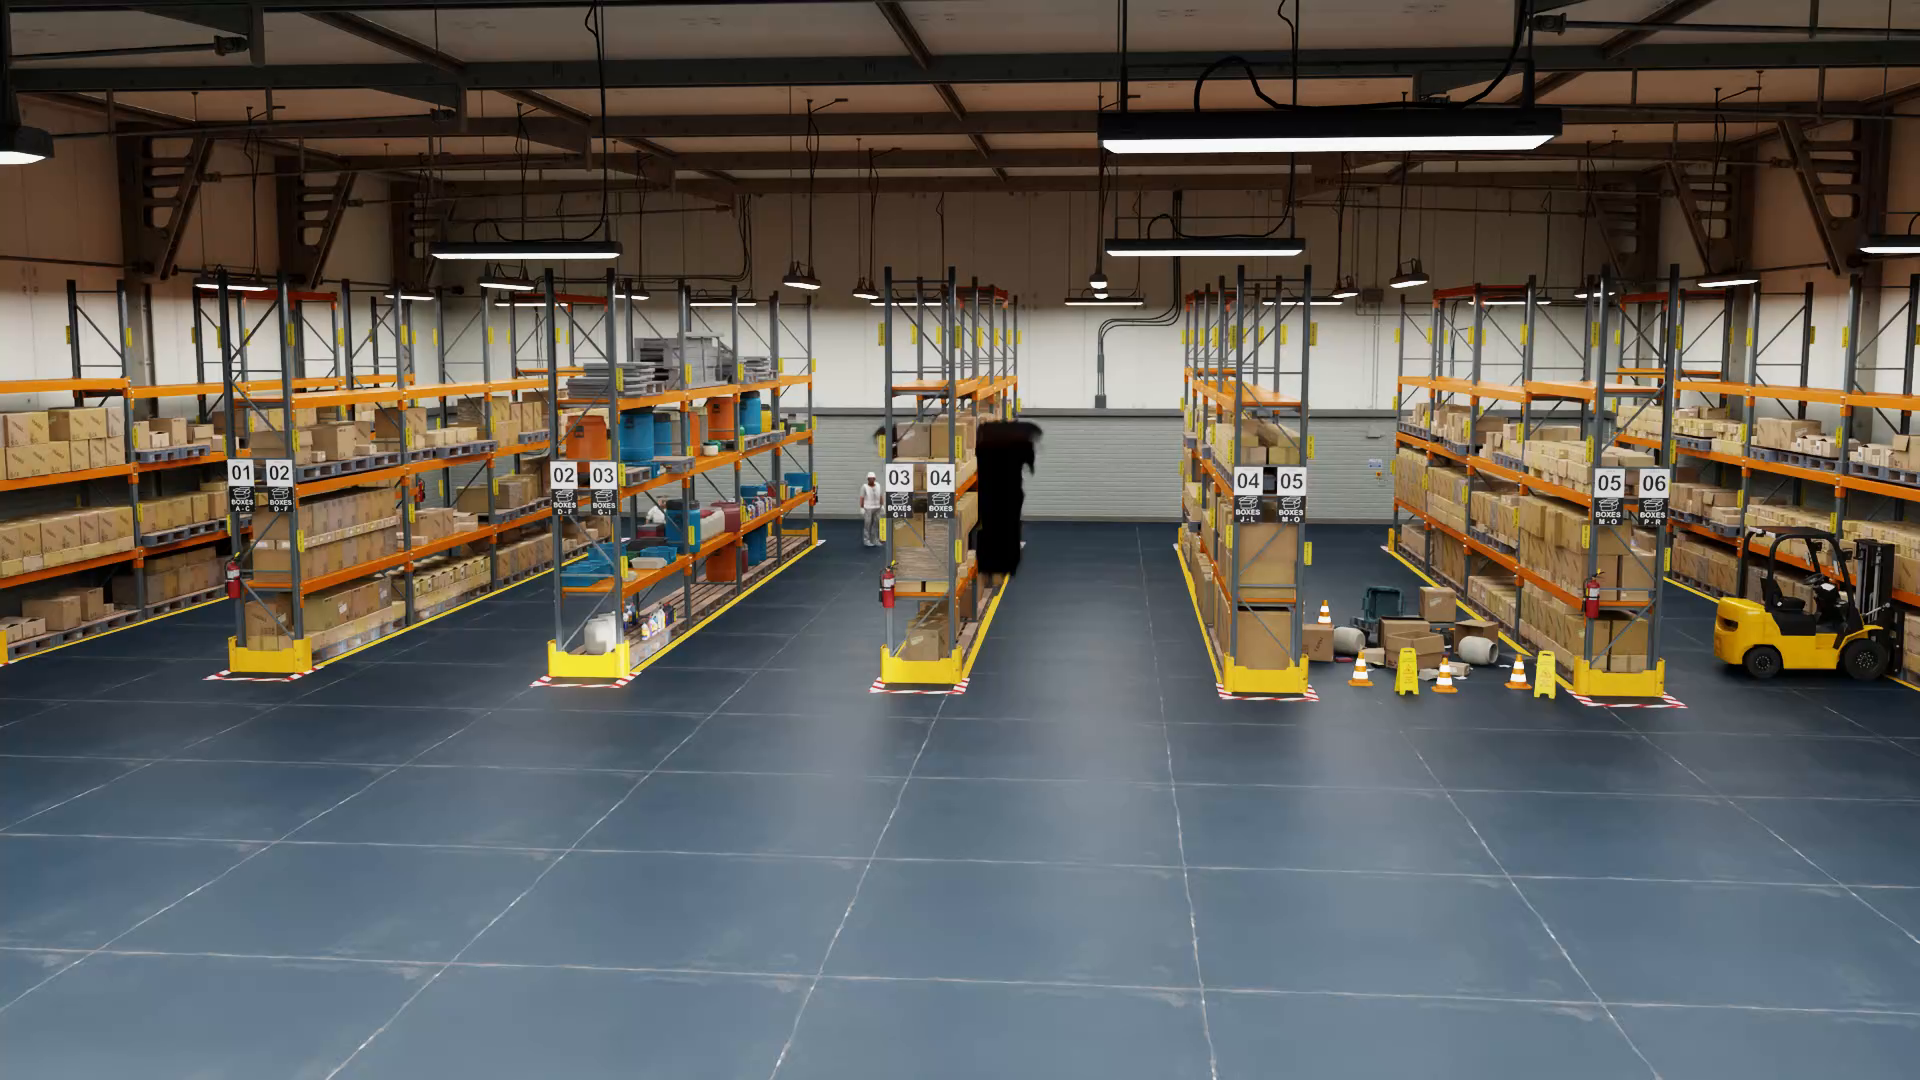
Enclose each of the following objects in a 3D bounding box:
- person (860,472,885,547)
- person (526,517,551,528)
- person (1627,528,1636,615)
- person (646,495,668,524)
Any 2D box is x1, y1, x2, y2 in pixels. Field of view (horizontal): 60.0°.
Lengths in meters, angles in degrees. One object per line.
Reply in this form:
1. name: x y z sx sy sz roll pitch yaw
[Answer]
1. person: -2.087 -0.730 40.019 0.568 1.821 0.415 -6 9 -42
2. person: -10.498 -0.872 41.663 0.984 1.600 0.553 -3 8 -23
3. person: 11.975 0.572 29.935 0.419 1.643 0.507 4 8 30
4. person: -6.302 -0.082 35.046 0.657 1.778 0.947 1 7 6
